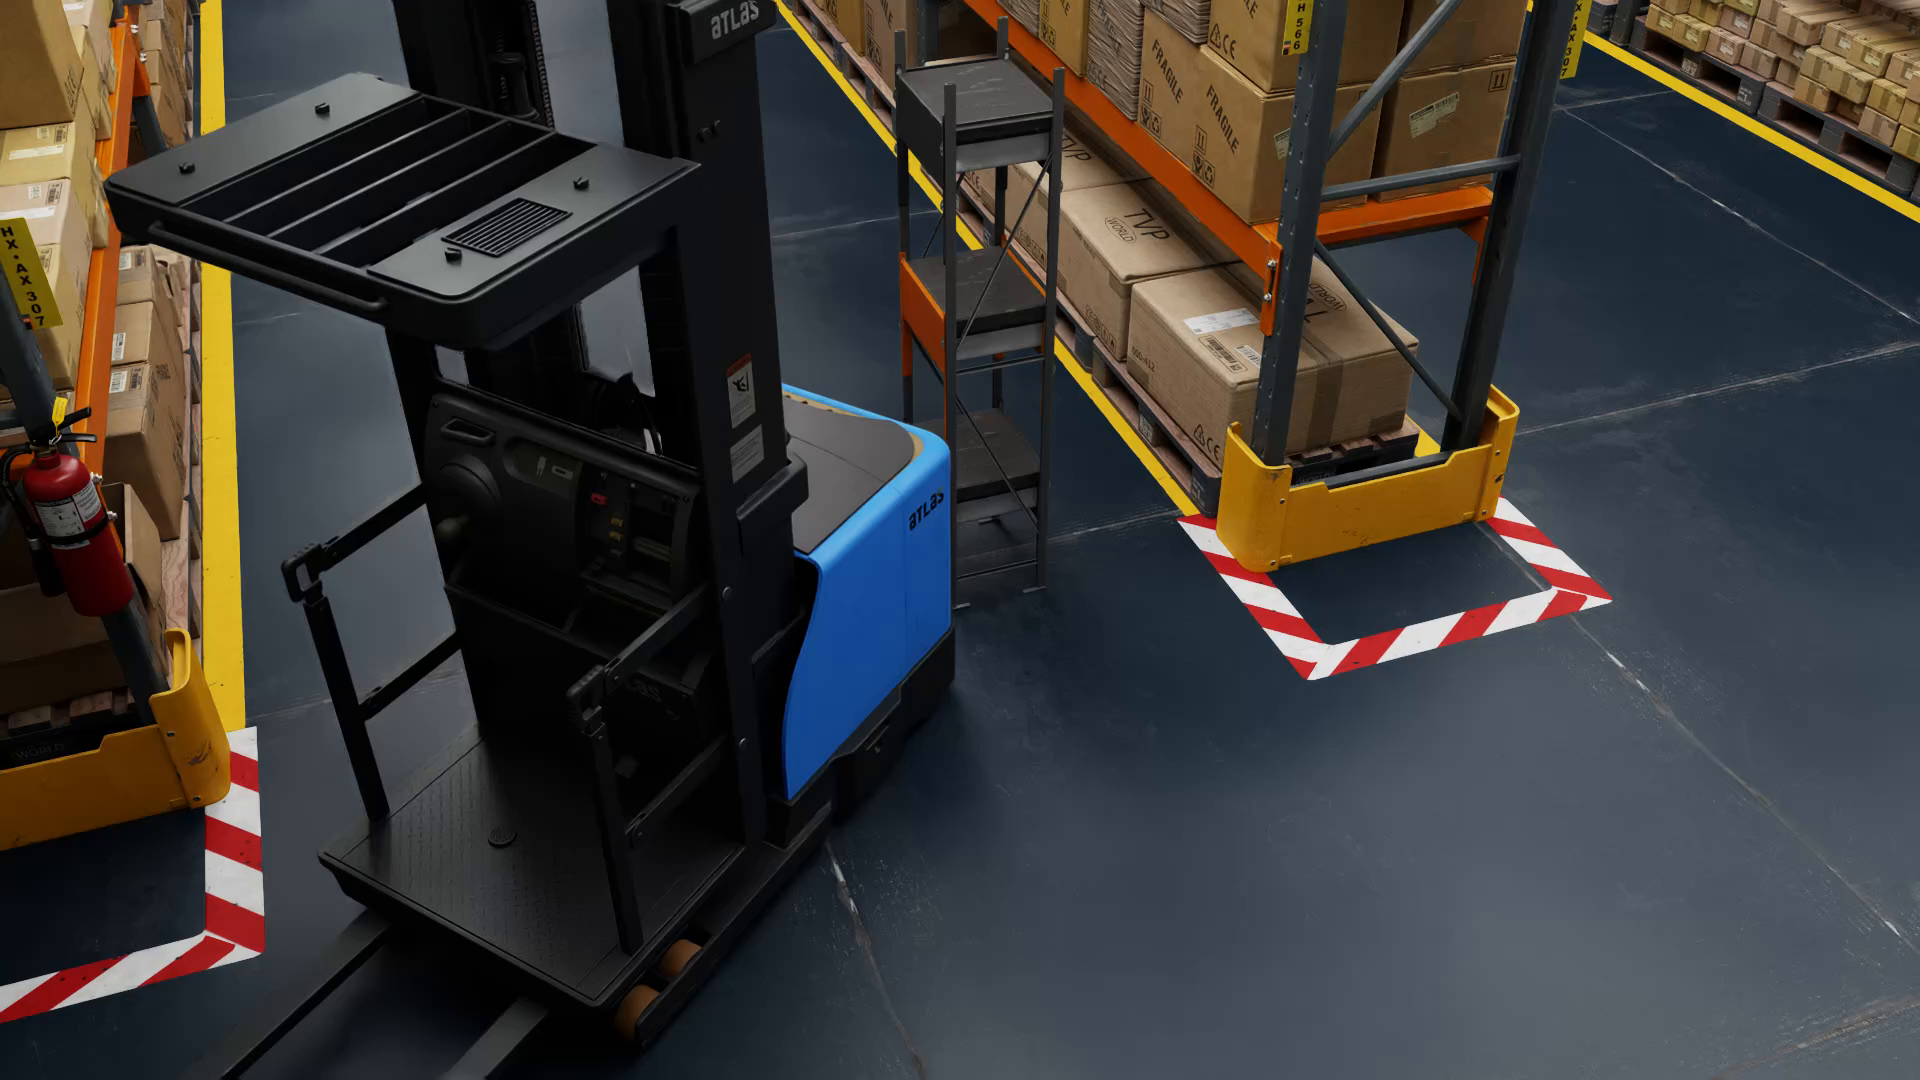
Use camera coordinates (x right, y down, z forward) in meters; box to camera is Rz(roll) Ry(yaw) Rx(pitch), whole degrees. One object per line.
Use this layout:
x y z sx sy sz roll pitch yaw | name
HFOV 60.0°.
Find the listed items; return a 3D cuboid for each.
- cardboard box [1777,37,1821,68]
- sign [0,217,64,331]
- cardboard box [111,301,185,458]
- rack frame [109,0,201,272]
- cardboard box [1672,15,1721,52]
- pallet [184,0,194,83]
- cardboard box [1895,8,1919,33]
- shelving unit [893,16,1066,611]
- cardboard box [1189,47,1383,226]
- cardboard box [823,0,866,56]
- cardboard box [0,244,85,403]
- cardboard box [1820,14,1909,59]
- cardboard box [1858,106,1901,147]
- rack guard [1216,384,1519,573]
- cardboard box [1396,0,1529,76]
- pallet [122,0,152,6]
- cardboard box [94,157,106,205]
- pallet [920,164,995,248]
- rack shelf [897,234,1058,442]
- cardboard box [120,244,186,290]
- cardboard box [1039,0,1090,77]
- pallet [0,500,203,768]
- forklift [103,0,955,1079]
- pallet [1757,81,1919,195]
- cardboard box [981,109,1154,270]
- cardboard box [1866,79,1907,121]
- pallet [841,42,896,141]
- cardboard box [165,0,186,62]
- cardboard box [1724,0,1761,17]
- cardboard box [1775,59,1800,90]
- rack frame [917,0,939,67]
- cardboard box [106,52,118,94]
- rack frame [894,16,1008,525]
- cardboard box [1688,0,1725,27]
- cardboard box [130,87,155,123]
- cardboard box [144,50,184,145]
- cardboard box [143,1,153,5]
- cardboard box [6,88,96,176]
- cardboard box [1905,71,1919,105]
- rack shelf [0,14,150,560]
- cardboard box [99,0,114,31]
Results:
5.138 -2.938 9.930 0.380 0.149 0.250 -11 38 -14 | cardboard box
-2.525 -0.716 4.487 0.100 0.325 0.005 -12 39 -16 | sign
-3.501 -0.602 6.785 0.500 0.500 0.500 -12 39 -15 | cardboard box
-4.411 -2.517 7.598 1.000 3.000 0.127 -12 39 -16 | rack frame
4.777 -3.235 10.572 0.380 0.149 0.250 -11 38 -15 | cardboard box
-5.566 -3.233 10.867 1.003 0.211 1.213 -12 39 -16 | pallet
5.746 -3.027 9.801 0.380 0.149 0.250 -14 39 -18 | cardboard box
0.057 -0.745 5.994 0.431 2.100 0.503 -12 39 -16 | shelving unit
1.211 -1.545 6.225 0.500 0.500 0.500 -12 39 -16 | cardboard box
-0.358 -3.708 10.597 0.875 0.875 0.875 -11 38 -15 | cardboard box
-2.937 -0.628 4.968 0.500 0.250 0.500 -12 39 -16 | cardboard box
5.251 -2.917 9.656 0.380 0.149 0.250 -14 39 -18 | cardboard box
5.349 -2.370 9.424 0.380 0.149 0.250 -12 39 -15 | cardboard box
1.633 -0.275 6.700 1.175 0.500 0.348 -12 39 -16 | rack guard
1.727 -2.057 6.073 0.500 0.500 0.500 -13 39 -17 | cardboard box
-4.583 -2.914 8.285 1.003 0.211 1.213 -12 39 -16 | pallet
-3.396 -1.282 6.168 0.380 0.149 0.250 -12 39 -15 | cardboard box
0.437 -1.987 9.213 1.003 0.211 1.213 -12 39 -16 | pallet
0.057 -0.734 6.002 0.431 0.518 0.480 -12 39 -16 | rack shelf
-3.943 -1.292 7.993 0.380 0.149 0.250 -14 39 -17 | cardboard box
0.676 -2.409 7.372 0.500 0.500 0.500 -11 38 -15 | cardboard box
-3.335 0.364 6.092 1.003 0.211 1.213 -12 39 -16 | pallet
-1.203 -0.035 4.360 1.130 2.935 3.031 20 41 24 | forklift
5.550 -2.452 9.830 1.003 0.211 1.213 -12 39 -16 | pallet
0.673 -1.809 8.438 0.875 0.438 0.875 -14 39 -17 | cardboard box
5.347 -2.488 9.333 0.380 0.149 0.250 -11 38 -14 | cardboard box
-0.088 -2.853 10.362 1.003 0.211 1.213 -12 39 -16 | pallet
-5.095 -3.172 10.196 0.500 0.500 0.500 -11 38 -14 | cardboard box
4.958 -3.357 10.240 0.380 0.149 0.250 -13 39 -17 | cardboard box
5.171 -2.828 10.031 0.380 0.149 0.250 -14 39 -18 | cardboard box
0.249 -3.547 8.966 1.000 3.000 0.127 -12 39 -16 | rack frame
-3.842 -2.004 7.127 0.380 0.149 0.250 -11 38 -15 | cardboard box
-0.027 -0.883 6.177 0.400 2.100 0.015 -12 39 -16 | rack frame
4.857 -3.381 10.519 0.380 0.149 0.250 -12 39 -16 | cardboard box
-4.284 -2.203 8.371 0.380 0.149 0.250 -11 38 -14 | cardboard box
-4.558 -2.305 9.045 0.500 0.500 0.500 -13 39 -17 | cardboard box
-4.949 -3.224 9.726 0.380 0.149 0.250 -14 39 -18 | cardboard box
-3.484 -1.483 6.103 0.500 0.250 0.500 -13 39 -17 | cardboard box
5.403 -2.456 9.043 0.380 0.149 0.250 -11 38 -14 | cardboard box
-3.722 -1.100 6.315 1.077 0.370 4.000 -12 39 -16 | rack shelf
-4.006 -2.339 7.239 0.500 0.250 0.500 -11 38 -15 | cardboard box
